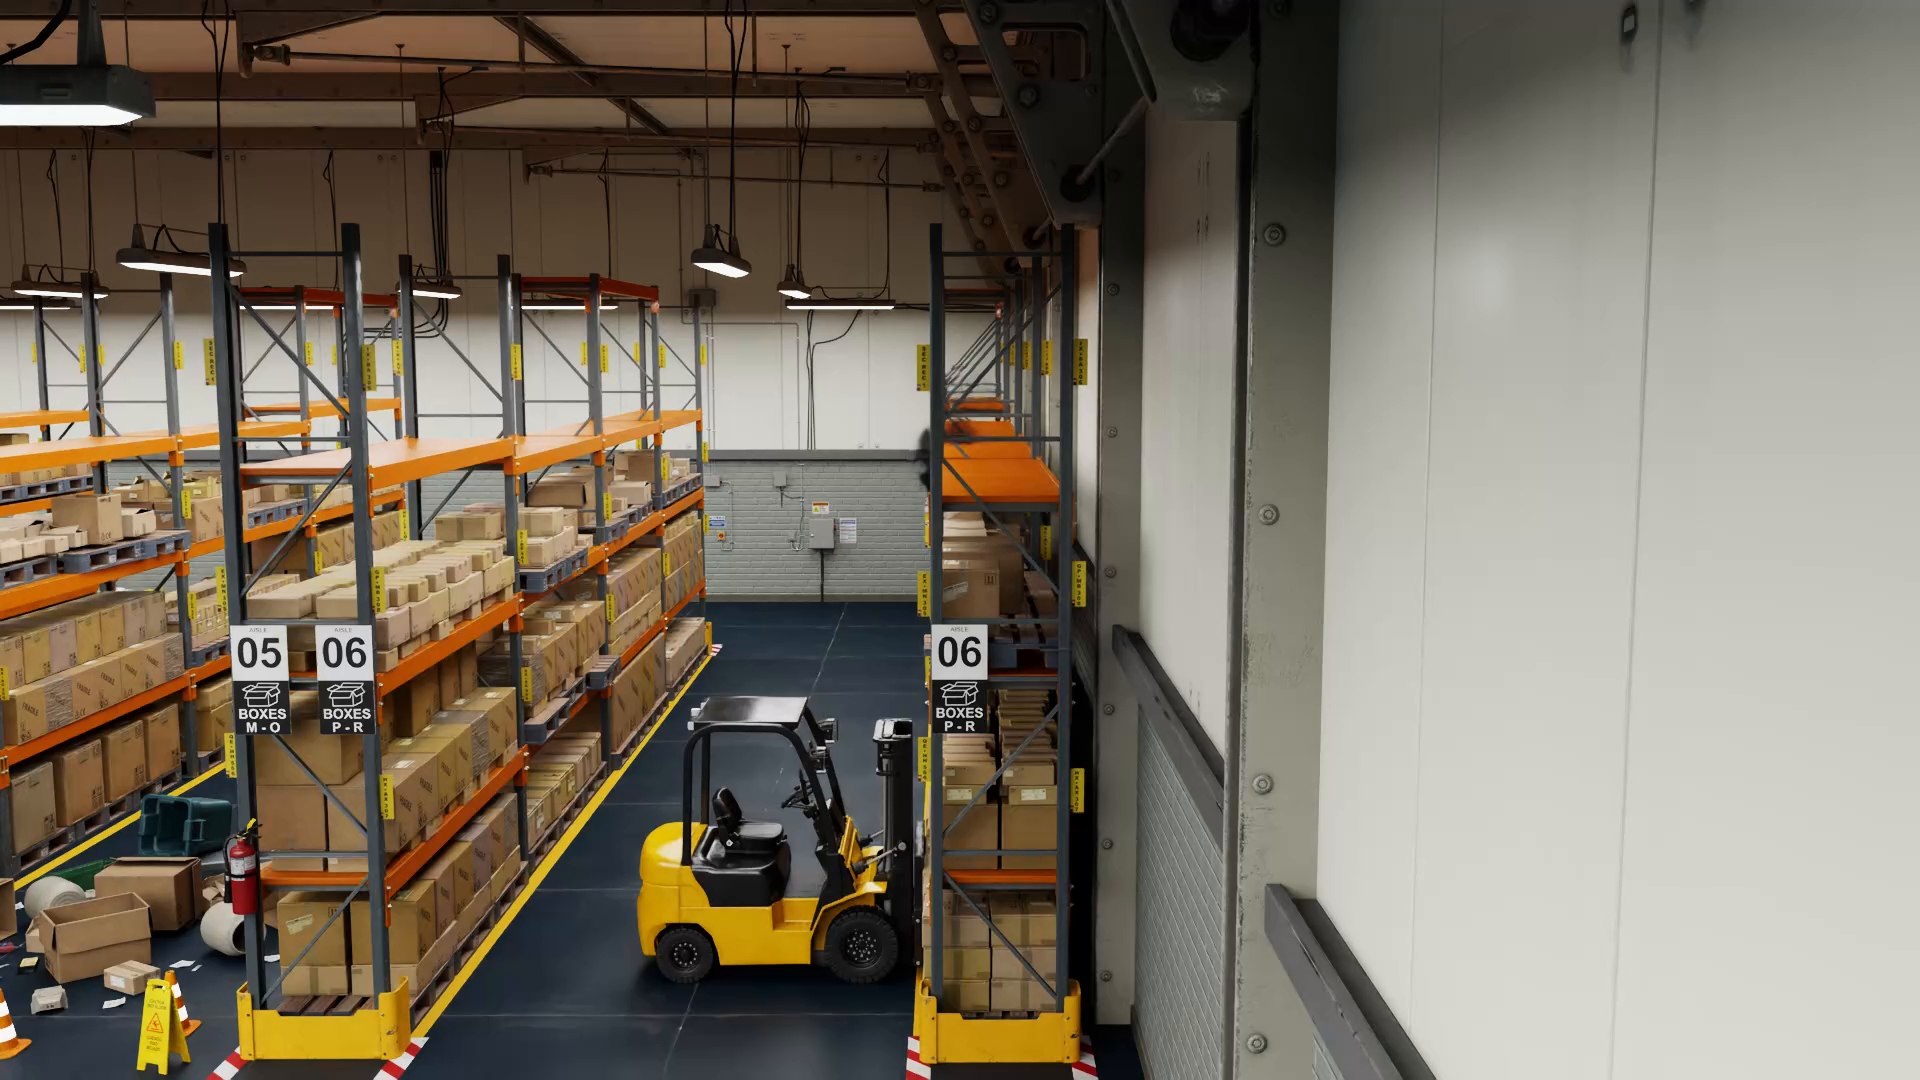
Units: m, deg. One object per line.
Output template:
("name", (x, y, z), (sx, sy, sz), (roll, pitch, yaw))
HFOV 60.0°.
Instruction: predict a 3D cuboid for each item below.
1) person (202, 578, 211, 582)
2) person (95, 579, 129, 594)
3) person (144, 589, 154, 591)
("person", (-11.523, 1.388, 25.535), (0.584, 1.651, 0.720), (0, 7, 0))
("person", (-12.831, 1.338, 25.173), (0.682, 1.790, 0.990), (0, 7, -3))
("person", (-11.445, 1.573, 23.426), (0.682, 1.768, 0.663), (0, 7, 0))
